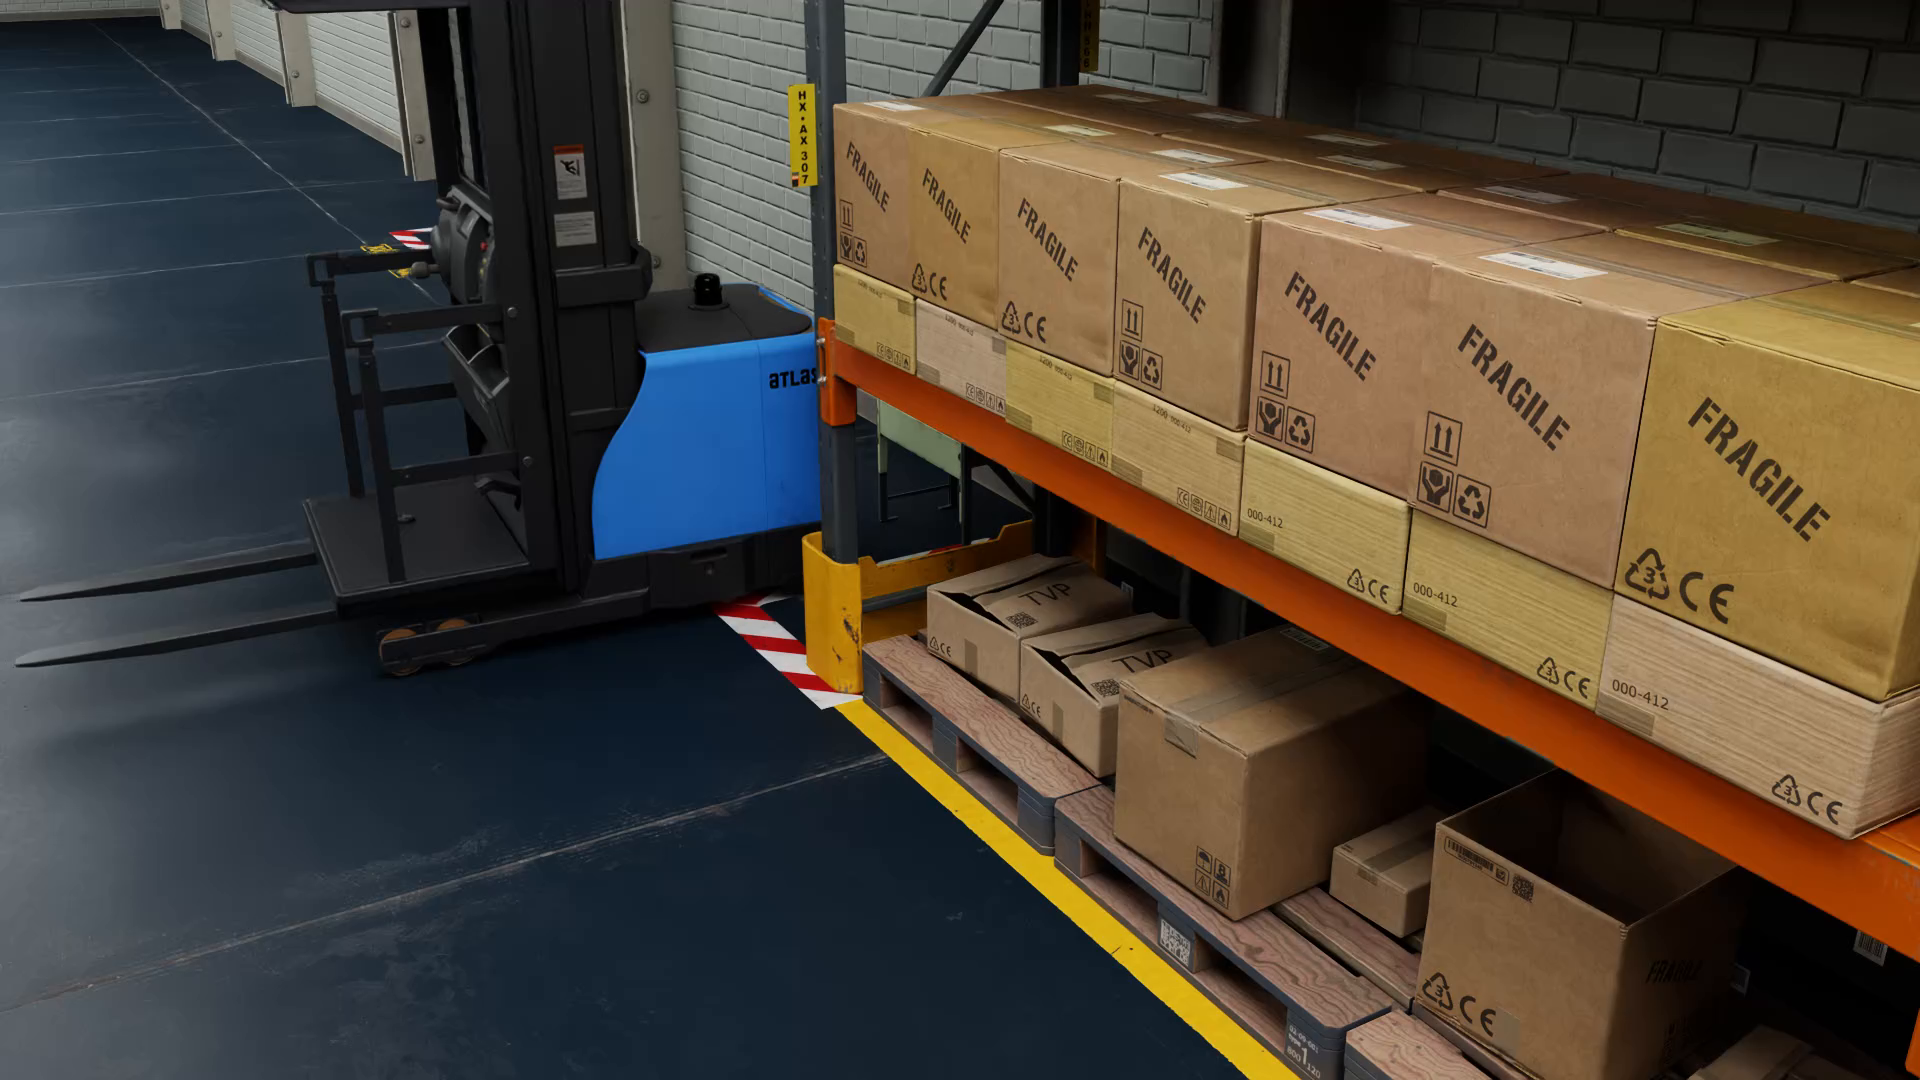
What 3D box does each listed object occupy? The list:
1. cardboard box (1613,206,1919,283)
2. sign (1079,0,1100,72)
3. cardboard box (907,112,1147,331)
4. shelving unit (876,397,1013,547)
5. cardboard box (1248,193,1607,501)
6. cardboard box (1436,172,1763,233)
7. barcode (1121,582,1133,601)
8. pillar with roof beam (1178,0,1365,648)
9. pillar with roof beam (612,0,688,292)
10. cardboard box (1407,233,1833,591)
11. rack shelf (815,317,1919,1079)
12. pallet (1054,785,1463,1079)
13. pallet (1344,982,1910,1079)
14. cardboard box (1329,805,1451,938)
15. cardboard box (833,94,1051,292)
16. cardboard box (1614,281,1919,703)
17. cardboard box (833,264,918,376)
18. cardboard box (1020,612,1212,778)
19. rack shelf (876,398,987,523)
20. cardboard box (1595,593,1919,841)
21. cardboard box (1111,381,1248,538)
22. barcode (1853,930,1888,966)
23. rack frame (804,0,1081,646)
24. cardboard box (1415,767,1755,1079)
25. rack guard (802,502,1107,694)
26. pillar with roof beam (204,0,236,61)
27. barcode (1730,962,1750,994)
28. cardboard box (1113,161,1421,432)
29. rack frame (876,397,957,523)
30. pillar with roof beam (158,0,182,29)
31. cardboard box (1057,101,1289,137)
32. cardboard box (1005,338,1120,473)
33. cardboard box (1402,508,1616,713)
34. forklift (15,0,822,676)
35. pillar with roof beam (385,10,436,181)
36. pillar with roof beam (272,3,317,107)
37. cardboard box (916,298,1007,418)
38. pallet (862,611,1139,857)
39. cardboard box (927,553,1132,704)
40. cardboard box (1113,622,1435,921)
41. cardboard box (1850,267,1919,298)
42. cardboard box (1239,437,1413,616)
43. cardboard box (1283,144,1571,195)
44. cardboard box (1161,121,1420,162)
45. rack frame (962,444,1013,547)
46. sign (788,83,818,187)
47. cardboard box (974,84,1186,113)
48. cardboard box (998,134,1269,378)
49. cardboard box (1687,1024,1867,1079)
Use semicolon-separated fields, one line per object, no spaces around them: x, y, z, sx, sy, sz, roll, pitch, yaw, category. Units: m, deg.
1.679;-0.374;3.424;0.500;0.500;0.500;-13;25;-29;cardboard box
0.445;-1.804;5.809;0.100;0.325;0.005;-13;25;-28;sign
0.187;-0.934;4.802;0.500;0.500;0.500;-13;25;-28;cardboard box
-0.003;-0.697;7.034;0.431;1.500;0.755;-13;25;-28;shelving unit
0.986;-0.432;3.568;0.500;0.500;0.500;-13;26;-30;cardboard box
1.430;-0.536;3.824;0.500;0.500;0.500;-12;25;-27;cardboard box
0.587;0.187;5.843;0.001;0.075;0.075;-13;25;-28;barcode
-2.642;-2.912;2.525;9.100;9.000;0.400;-13;25;-28;pillar with roof beam
-5.707;-4.854;7.303;9.100;9.000;0.400;-13;25;-28;pillar with roof beam
1.234;-0.267;3.162;0.500;0.500;0.500;-13;25;-29;cardboard box
0.979;-0.040;4.382;1.077;0.370;4.000;-13;25;-28;rack shelf
1.000;0.960;4.670;1.003;0.211;1.213;-13;25;-28;pallet
1.627;1.355;3.697;1.003;0.211;1.213;-13;25;-28;pallet
1.201;0.869;4.391;0.380;0.149;0.250;-15;26;-32;cardboard box
-0.057;-1.096;5.201;0.500;0.500;0.500;-13;25;-28;cardboard box
1.494;-0.107;2.768;0.500;0.500;0.500;-13;25;-28;cardboard box
-0.066;-0.742;5.325;0.500;0.250;0.500;-13;26;-30;cardboard box
0.525;0.447;5.216;0.500;0.311;0.500;-10;24;-24;cardboard box
-0.003;-0.395;7.157;0.431;0.370;0.720;-13;25;-28;rack shelf
1.498;0.239;2.912;0.500;0.250;0.500;-13;25;-28;cardboard box
0.723;-0.246;4.106;0.500;0.250;0.500;-12;25;-28;cardboard box
1.931;0.859;3.525;0.001;0.075;0.075;-13;25;-28;barcode
-0.042;-1.021;5.840;1.000;3.000;0.127;-13;25;-28;rack frame
1.436;0.900;3.850;0.500;0.500;0.500;-15;26;-32;cardboard box
-0.003;0.162;6.250;1.175;0.500;0.348;-13;25;-28;rack guard
-14.902;-10.681;21.639;9.100;9.000;0.400;-13;25;-28;pillar with roof beam
1.825;1.025;3.914;0.001;0.075;0.075;-13;25;-28;barcode
0.719;-0.601;3.982;0.500;0.500;0.500;-12;25;-27;cardboard box
-0.190;-0.815;7.326;0.400;1.500;0.023;-13;25;-28;rack frame
-17.967;-12.623;26.417;9.100;9.000;0.400;-13;25;-28;pillar with roof beam
0.630;-1.032;5.043;0.500;0.500;0.500;-12;25;-28;cardboard box
0.467;-0.410;4.510;0.500;0.250;0.500;-13;26;-29;cardboard box
1.251;0.076;3.313;0.500;0.250;0.500;-12;25;-28;cardboard box
-2.011;-1.088;6.097;3.031;2.935;1.130;-11;24;-24;forklift
-8.772;-6.796;12.082;9.100;9.000;0.400;-13;25;-28;pillar with roof beam
-11.837;-8.739;16.860;9.100;9.000;0.400;-13;25;-28;pillar with roof beam
0.212;-0.576;4.919;0.500;0.250;0.500;-13;26;-30;cardboard box
0.381;0.565;5.641;1.003;0.211;1.213;-13;25;-28;pallet
0.234;0.262;5.670;0.500;0.311;0.500;-16;27;-34;cardboard box
0.857;0.606;4.572;0.700;0.500;0.500;-14;26;-32;cardboard box
1.940;-0.206;3.010;0.500;0.500;0.500;-13;26;-29;cardboard box
0.981;-0.084;3.706;0.500;0.250;0.500;-13;25;-29;cardboard box
1.155;-0.702;4.232;0.500;0.500;0.500;-12;25;-28;cardboard box
0.898;-0.865;4.633;0.500;0.500;0.500;-13;26;-30;cardboard box
0.183;-0.579;6.743;0.400;1.500;0.023;-13;25;-28;rack frame
-0.509;-1.318;5.420;0.100;0.325;0.005;-13;25;-28;sign
0.381;-1.196;5.448;0.500;0.500;0.500;-13;25;-29;cardboard box
0.446;-0.765;4.388;0.500;0.500;0.500;-14;26;-30;cardboard box
1.702;1.215;3.517;0.380;0.166;0.250;-17;27;-35;cardboard box
